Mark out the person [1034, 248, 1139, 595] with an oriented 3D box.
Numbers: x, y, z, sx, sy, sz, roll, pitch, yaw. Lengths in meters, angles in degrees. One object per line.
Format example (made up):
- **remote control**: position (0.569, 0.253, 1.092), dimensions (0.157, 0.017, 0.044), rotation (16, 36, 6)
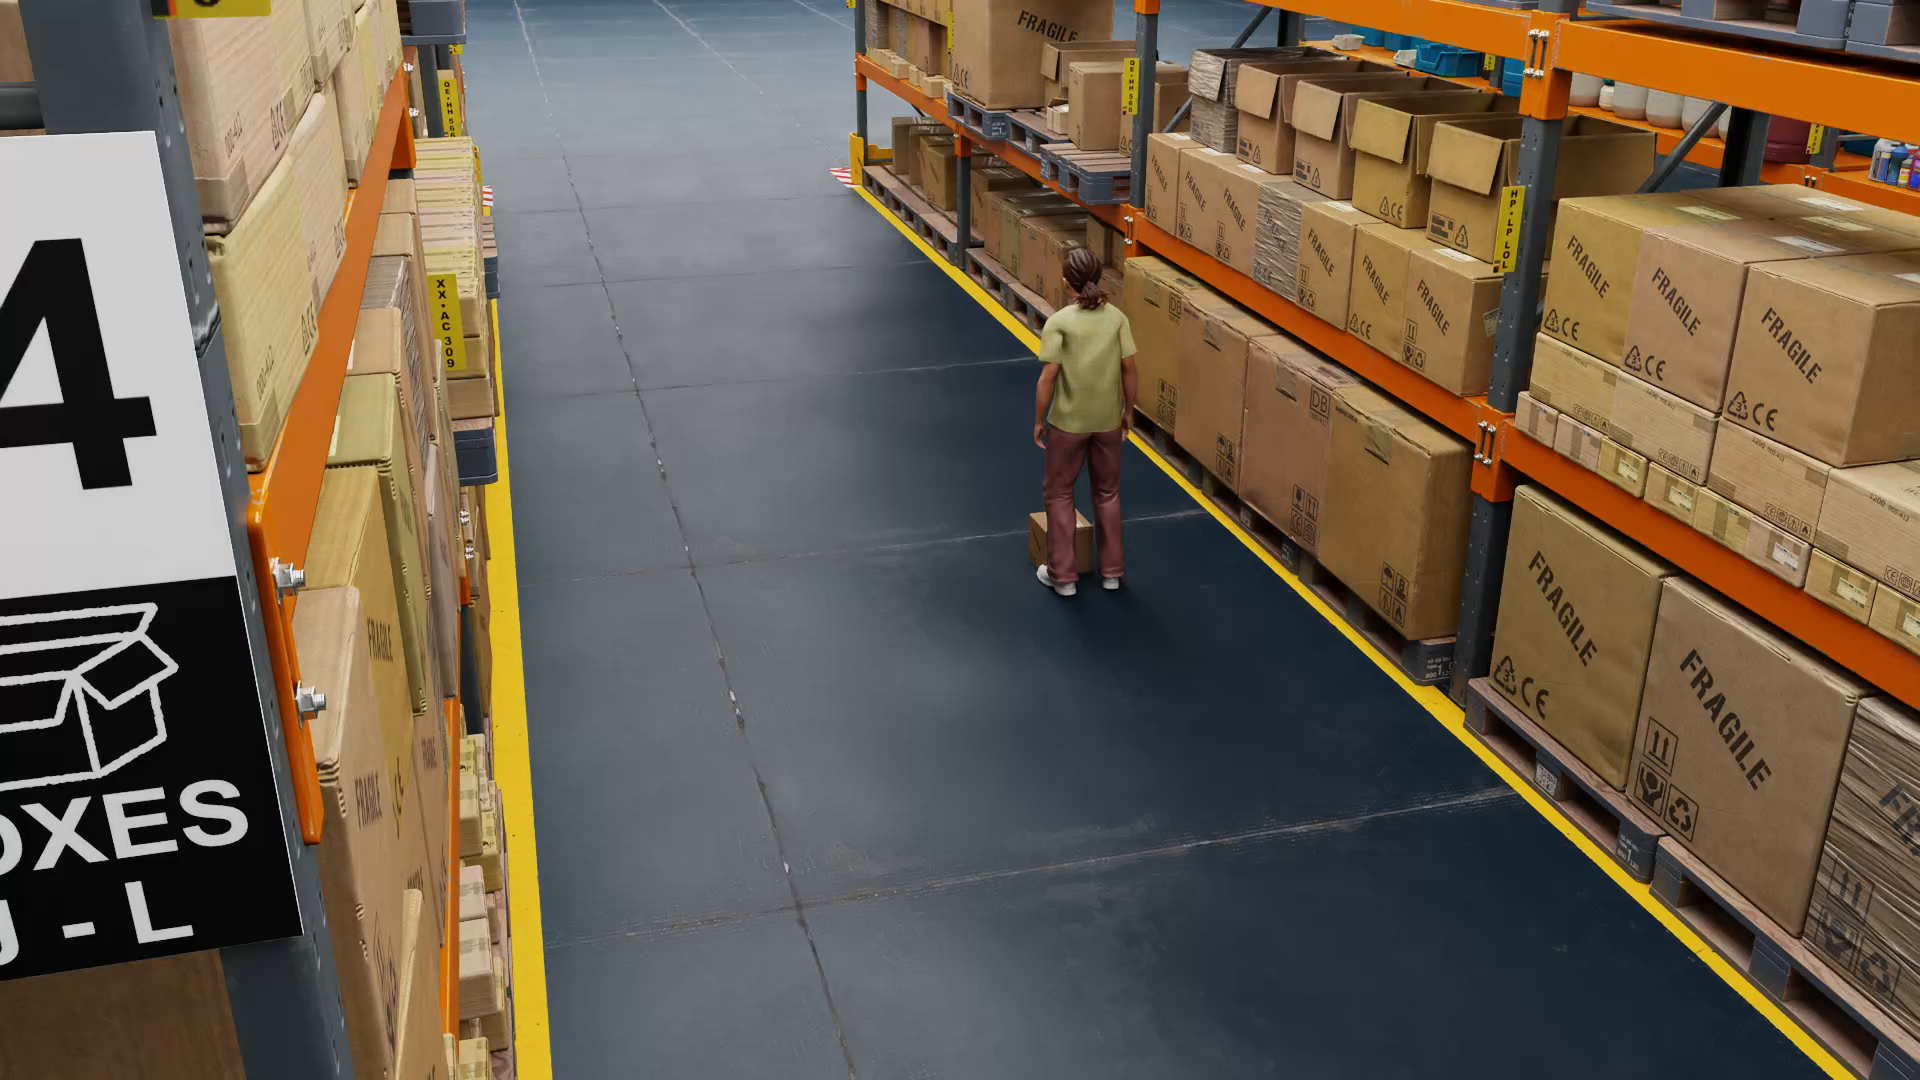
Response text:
- **person**: position (0.584, -0.550, 7.890), dimensions (0.499, 1.673, 0.357), rotation (-6, 24, -14)
